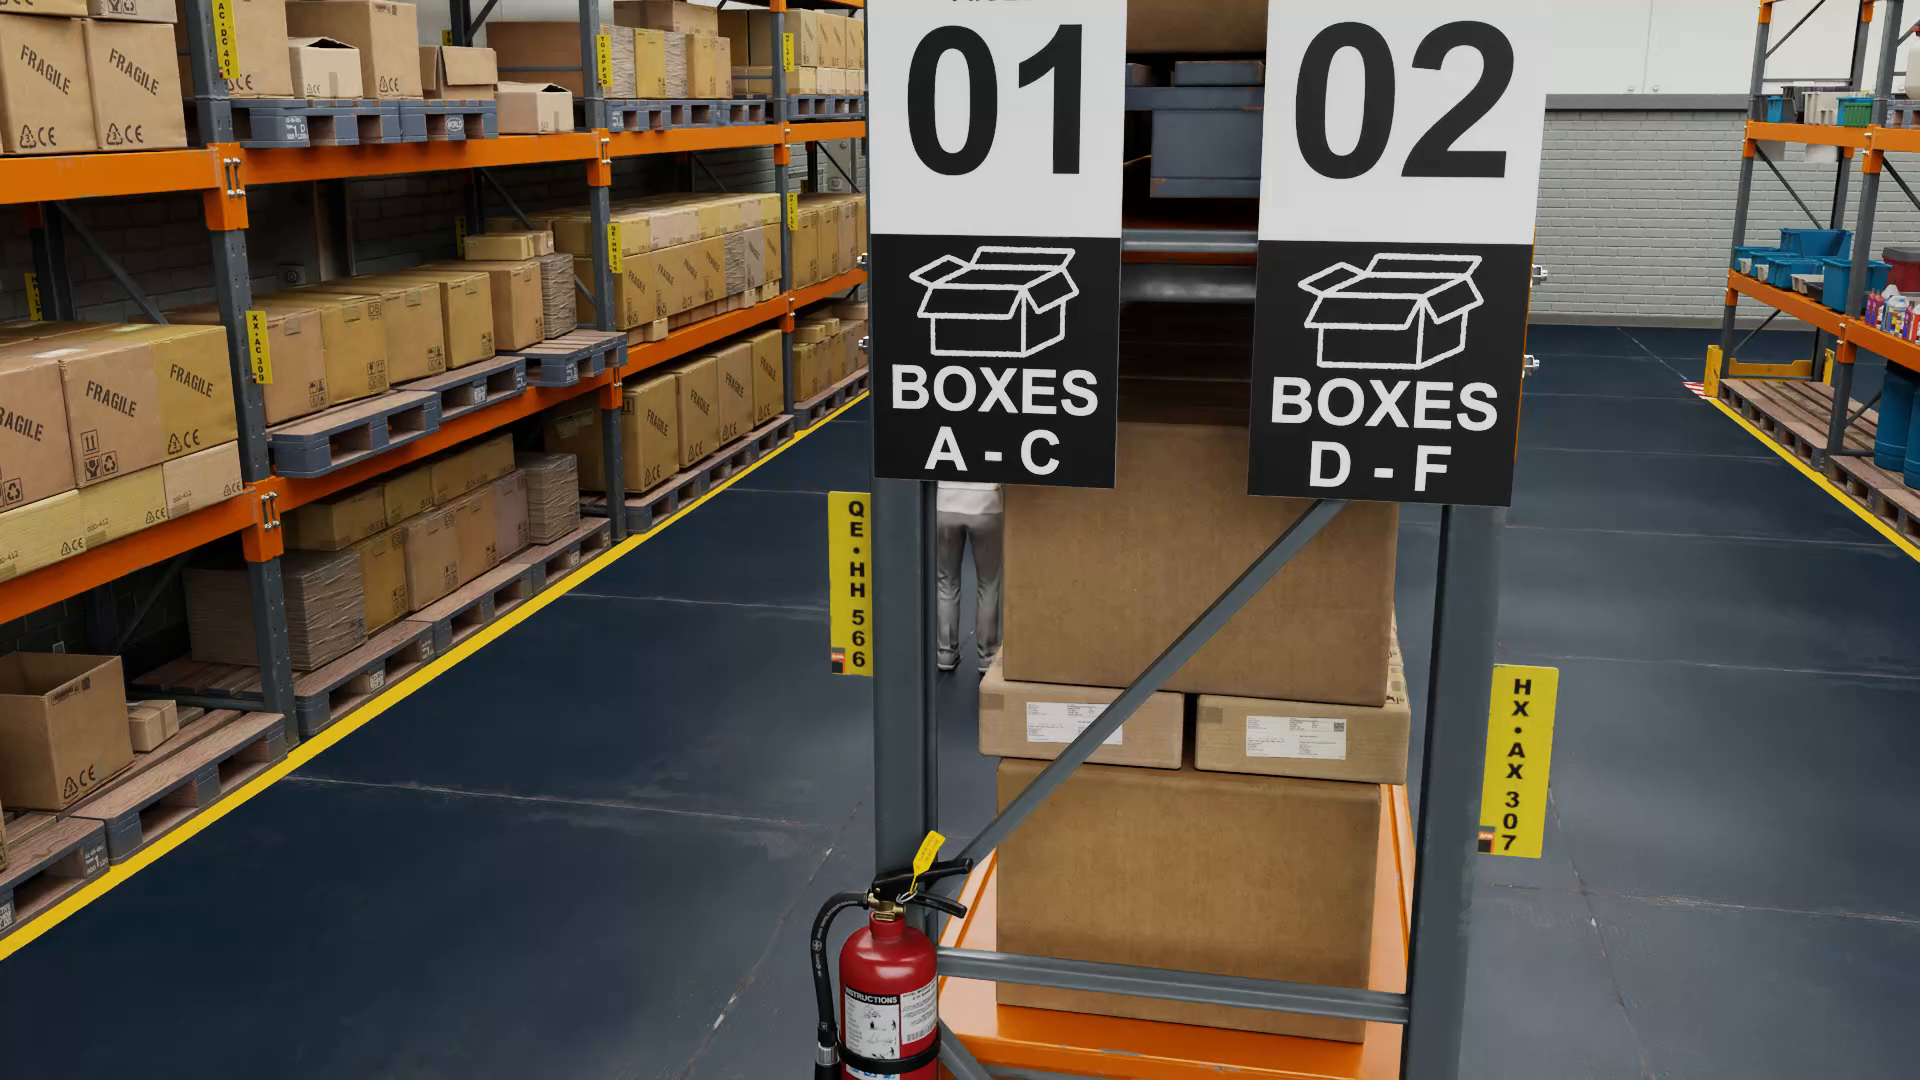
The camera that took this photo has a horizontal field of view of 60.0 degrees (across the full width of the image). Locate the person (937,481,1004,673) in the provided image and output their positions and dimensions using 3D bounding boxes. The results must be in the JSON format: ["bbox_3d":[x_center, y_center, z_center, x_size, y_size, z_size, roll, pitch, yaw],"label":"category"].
[{"bbox_3d":[0.061,-0.132,8.973,0.459,1.686,0.549,3,15,13],"label":"person"}]
